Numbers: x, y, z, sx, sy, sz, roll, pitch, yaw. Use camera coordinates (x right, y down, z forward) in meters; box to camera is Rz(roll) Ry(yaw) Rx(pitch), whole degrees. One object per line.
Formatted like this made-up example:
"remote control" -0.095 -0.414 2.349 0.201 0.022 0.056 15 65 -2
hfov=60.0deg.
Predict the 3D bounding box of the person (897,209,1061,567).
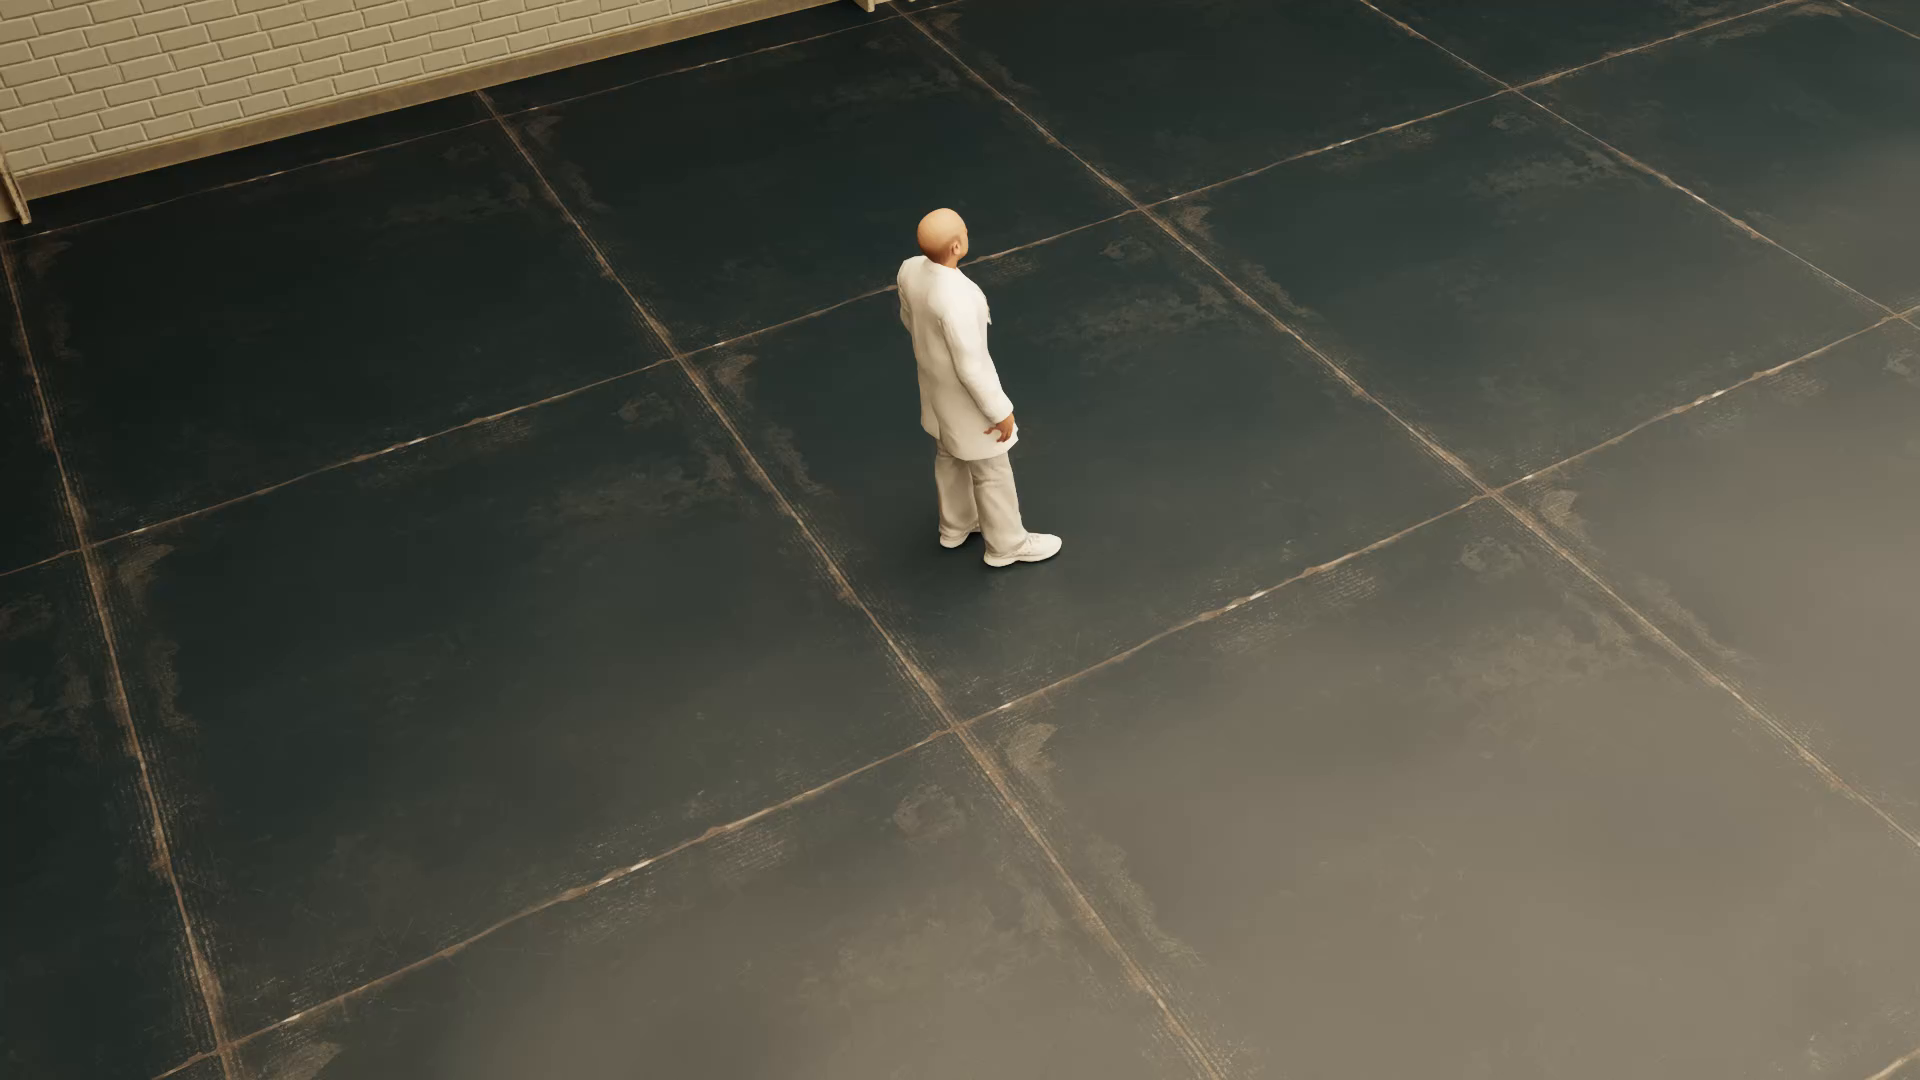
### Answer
"person" 0.081 -0.685 7.274 0.581 1.776 0.696 -21 47 -21
